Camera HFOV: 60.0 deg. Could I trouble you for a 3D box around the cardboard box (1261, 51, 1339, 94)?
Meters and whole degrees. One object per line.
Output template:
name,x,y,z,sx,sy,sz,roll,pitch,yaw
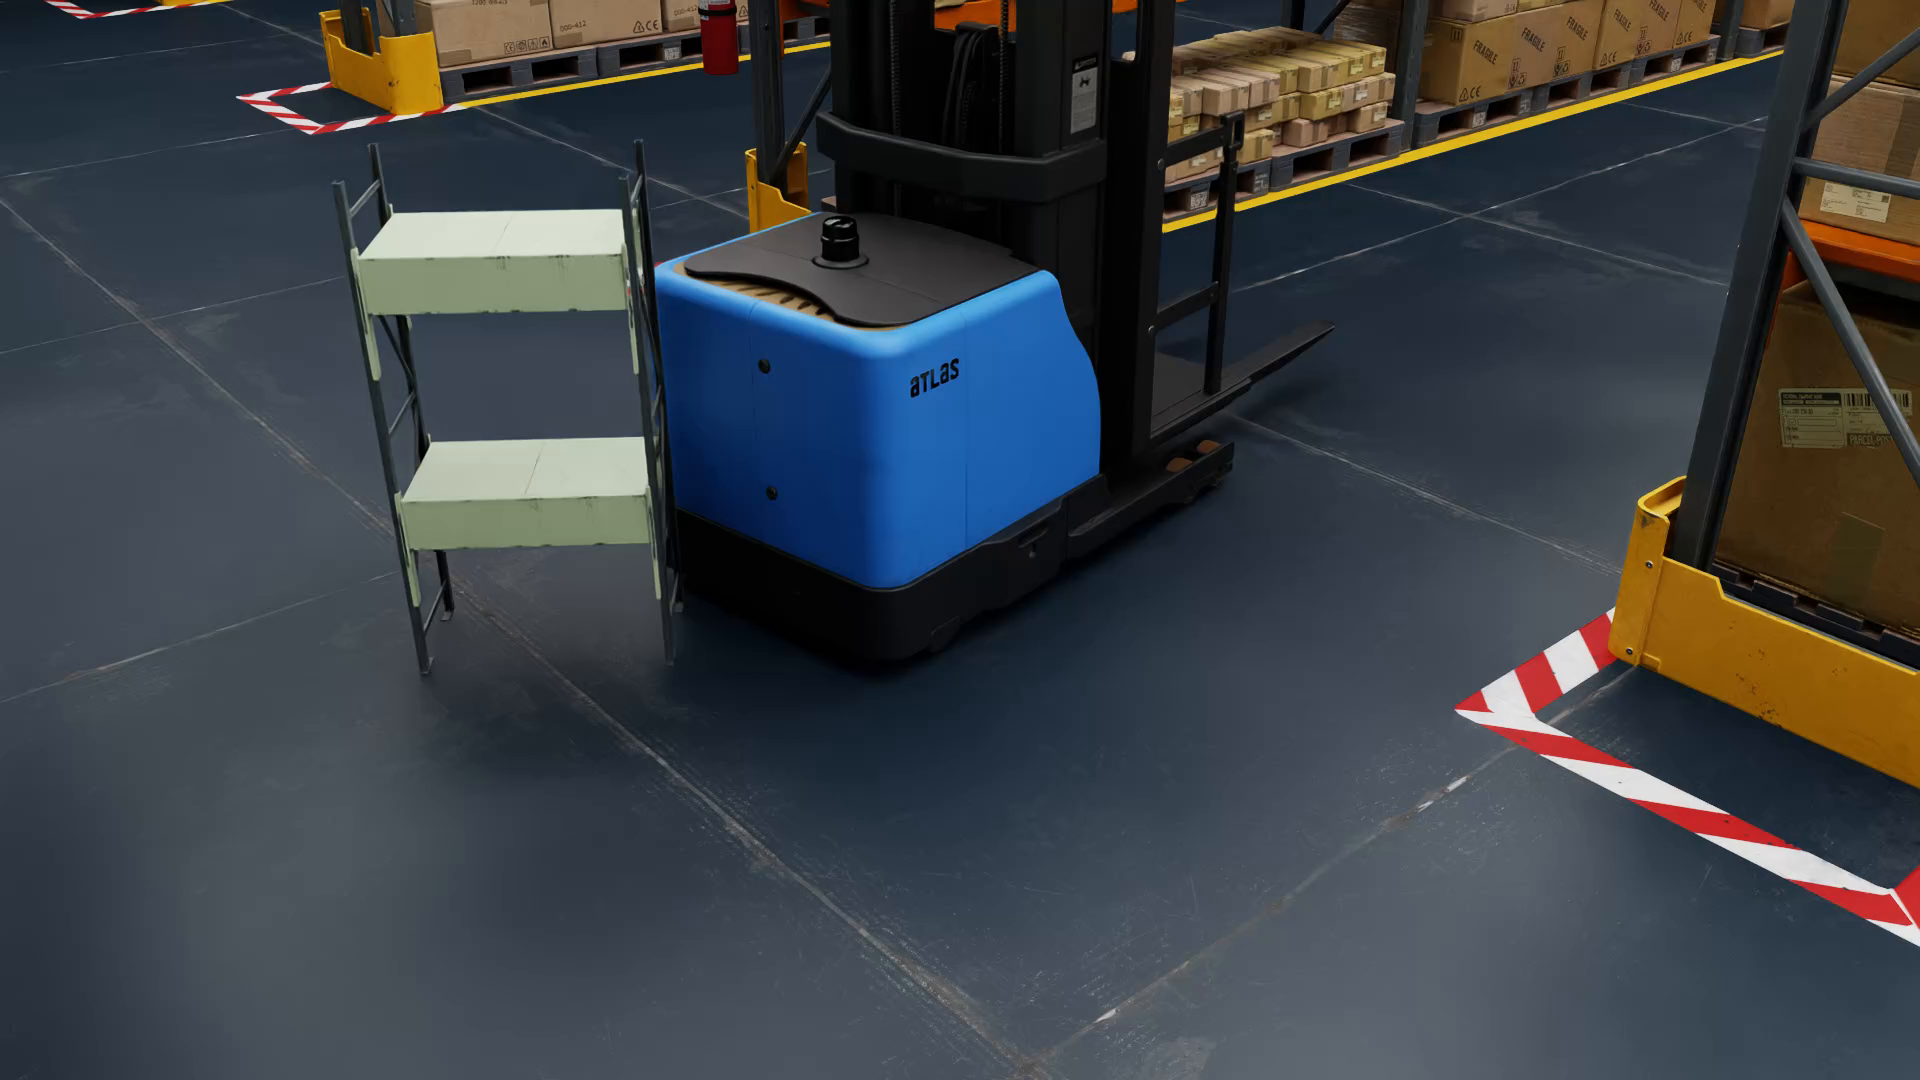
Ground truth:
cardboard box,1.940,-2.686,9.542,0.250,0.149,0.380,-22,35,-35

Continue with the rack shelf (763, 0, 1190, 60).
rack shelf,0.873,-2.940,8.832,4.000,0.370,1.077,-22,35,-35

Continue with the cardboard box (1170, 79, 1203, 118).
cardboard box,1.088,-2.395,8.997,0.250,0.149,0.380,-22,35,-35

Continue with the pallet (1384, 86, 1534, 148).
pallet,2.986,-2.878,10.911,1.213,0.211,1.003,-22,35,-35

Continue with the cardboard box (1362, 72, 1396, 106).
cardboard box,2.361,-2.718,9.916,0.250,0.149,0.380,-21,35,-34

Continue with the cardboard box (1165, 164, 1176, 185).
cardboard box,0.932,-2.003,8.894,0.250,0.149,0.380,-24,36,-37

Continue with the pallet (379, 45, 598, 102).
pallet,-3.380,-3.432,11.948,1.213,0.211,1.003,-22,35,-35

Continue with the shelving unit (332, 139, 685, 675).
shelving unit,-1.255,-0.361,4.834,0.755,1.500,0.431,-2,28,-3

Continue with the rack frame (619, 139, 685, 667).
rack frame,-0.890,-0.372,4.855,0.023,1.500,0.400,-2,28,-3

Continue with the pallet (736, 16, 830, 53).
pallet,-1.524,-4.179,13.345,1.213,0.211,1.003,-22,35,-35

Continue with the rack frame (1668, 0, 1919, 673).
rack frame,2.494,-0.836,4.132,0.127,3.000,1.000,-22,35,-35

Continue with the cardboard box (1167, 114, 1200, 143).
cardboard box,1.088,-2.274,9.087,0.250,0.149,0.380,-20,34,-33

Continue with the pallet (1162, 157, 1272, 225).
pallet,0.978,-2.046,9.354,1.213,0.211,1.003,-22,35,-35

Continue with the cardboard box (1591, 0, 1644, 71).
cardboard box,4.318,-3.555,11.427,0.500,0.500,0.500,-24,36,-37

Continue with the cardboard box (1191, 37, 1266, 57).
cardboard box,1.590,-2.870,9.886,0.250,0.149,0.380,-22,35,-36

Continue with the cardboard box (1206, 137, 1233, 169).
cardboard box,1.288,-2.182,9.230,0.250,0.149,0.380,-21,35,-34

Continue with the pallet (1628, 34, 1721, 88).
pallet,4.842,-3.624,12.308,1.213,0.211,1.003,-22,35,-35

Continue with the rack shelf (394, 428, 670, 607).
rack shelf,-1.255,-0.073,4.988,0.720,0.370,0.431,-2,28,-3

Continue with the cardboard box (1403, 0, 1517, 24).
cardboard box,3.128,-3.414,10.366,0.500,0.250,0.500,-24,36,-37

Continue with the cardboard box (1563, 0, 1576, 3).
cardboard box,3.923,-3.732,10.962,0.500,0.250,0.500,-20,34,-33

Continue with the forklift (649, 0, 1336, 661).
forklift,0.355,-1.556,5.552,1.130,2.935,3.031,21,35,34

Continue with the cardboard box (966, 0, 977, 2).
cardboard box,-0.022,-2.609,7.716,0.250,0.149,0.380,-20,34,-33

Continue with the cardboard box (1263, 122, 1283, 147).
cardboard box,1.627,-2.364,9.571,0.250,0.149,0.380,-23,36,-36

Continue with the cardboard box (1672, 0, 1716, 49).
cardboard box,5.107,-3.880,12.035,0.500,0.500,0.500,-22,35,-35

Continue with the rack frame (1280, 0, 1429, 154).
rack frame,2.395,-3.869,9.807,0.127,3.000,1.000,-22,35,-35

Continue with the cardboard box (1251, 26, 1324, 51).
cardboard box,1.998,-3.028,10.182,0.250,0.149,0.380,-20,34,-33

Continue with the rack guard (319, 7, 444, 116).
rack guard,-3.956,-3.280,11.356,0.348,0.500,1.175,-22,35,-35

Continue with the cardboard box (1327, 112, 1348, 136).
cardboard box,2.066,-2.505,9.834,0.250,0.149,0.380,-21,34,-34

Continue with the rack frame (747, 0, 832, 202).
rack frame,-0.648,-2.645,7.517,0.127,3.000,1.000,-22,35,-35

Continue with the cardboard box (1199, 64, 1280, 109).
cardboard box,1.546,-2.519,9.228,0.250,0.149,0.380,-24,36,-37

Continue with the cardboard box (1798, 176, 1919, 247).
cardboard box,2.551,-0.952,4.616,0.250,0.149,0.380,-21,35,-34

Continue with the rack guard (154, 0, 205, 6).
rack guard,-7.105,-5.089,14.742,0.348,0.500,1.175,-22,35,-35

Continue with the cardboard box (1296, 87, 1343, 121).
cardboard box,1.971,-2.542,9.588,0.250,0.149,0.380,-23,36,-37

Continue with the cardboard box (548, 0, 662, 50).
cardboard box,-2.810,-3.965,12.260,0.875,0.438,0.875,-21,34,-34

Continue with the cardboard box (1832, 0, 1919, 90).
cardboard box,2.694,-1.475,4.375,0.500,0.500,0.500,-21,35,-34

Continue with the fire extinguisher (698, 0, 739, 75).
fire extinguisher,-1.139,-2.535,7.789,0.183,0.674,0.296,-22,35,-35

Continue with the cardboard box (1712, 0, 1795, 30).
cardboard box,5.959,-4.440,12.816,0.750,0.750,1.050,-22,35,-36

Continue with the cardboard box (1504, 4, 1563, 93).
cardboard box,3.530,-3.245,10.846,0.500,0.500,0.500,-20,34,-33

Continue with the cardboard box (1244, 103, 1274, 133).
cardboard box,1.536,-2.416,9.351,0.250,0.149,0.380,-21,35,-34

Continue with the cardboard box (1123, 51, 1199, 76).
cardboard box,1.160,-2.734,9.631,0.250,0.149,0.380,-21,35,-34

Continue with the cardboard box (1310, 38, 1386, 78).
cardboard box,2.293,-2.857,9.862,0.250,0.149,0.380,-21,34,-34
